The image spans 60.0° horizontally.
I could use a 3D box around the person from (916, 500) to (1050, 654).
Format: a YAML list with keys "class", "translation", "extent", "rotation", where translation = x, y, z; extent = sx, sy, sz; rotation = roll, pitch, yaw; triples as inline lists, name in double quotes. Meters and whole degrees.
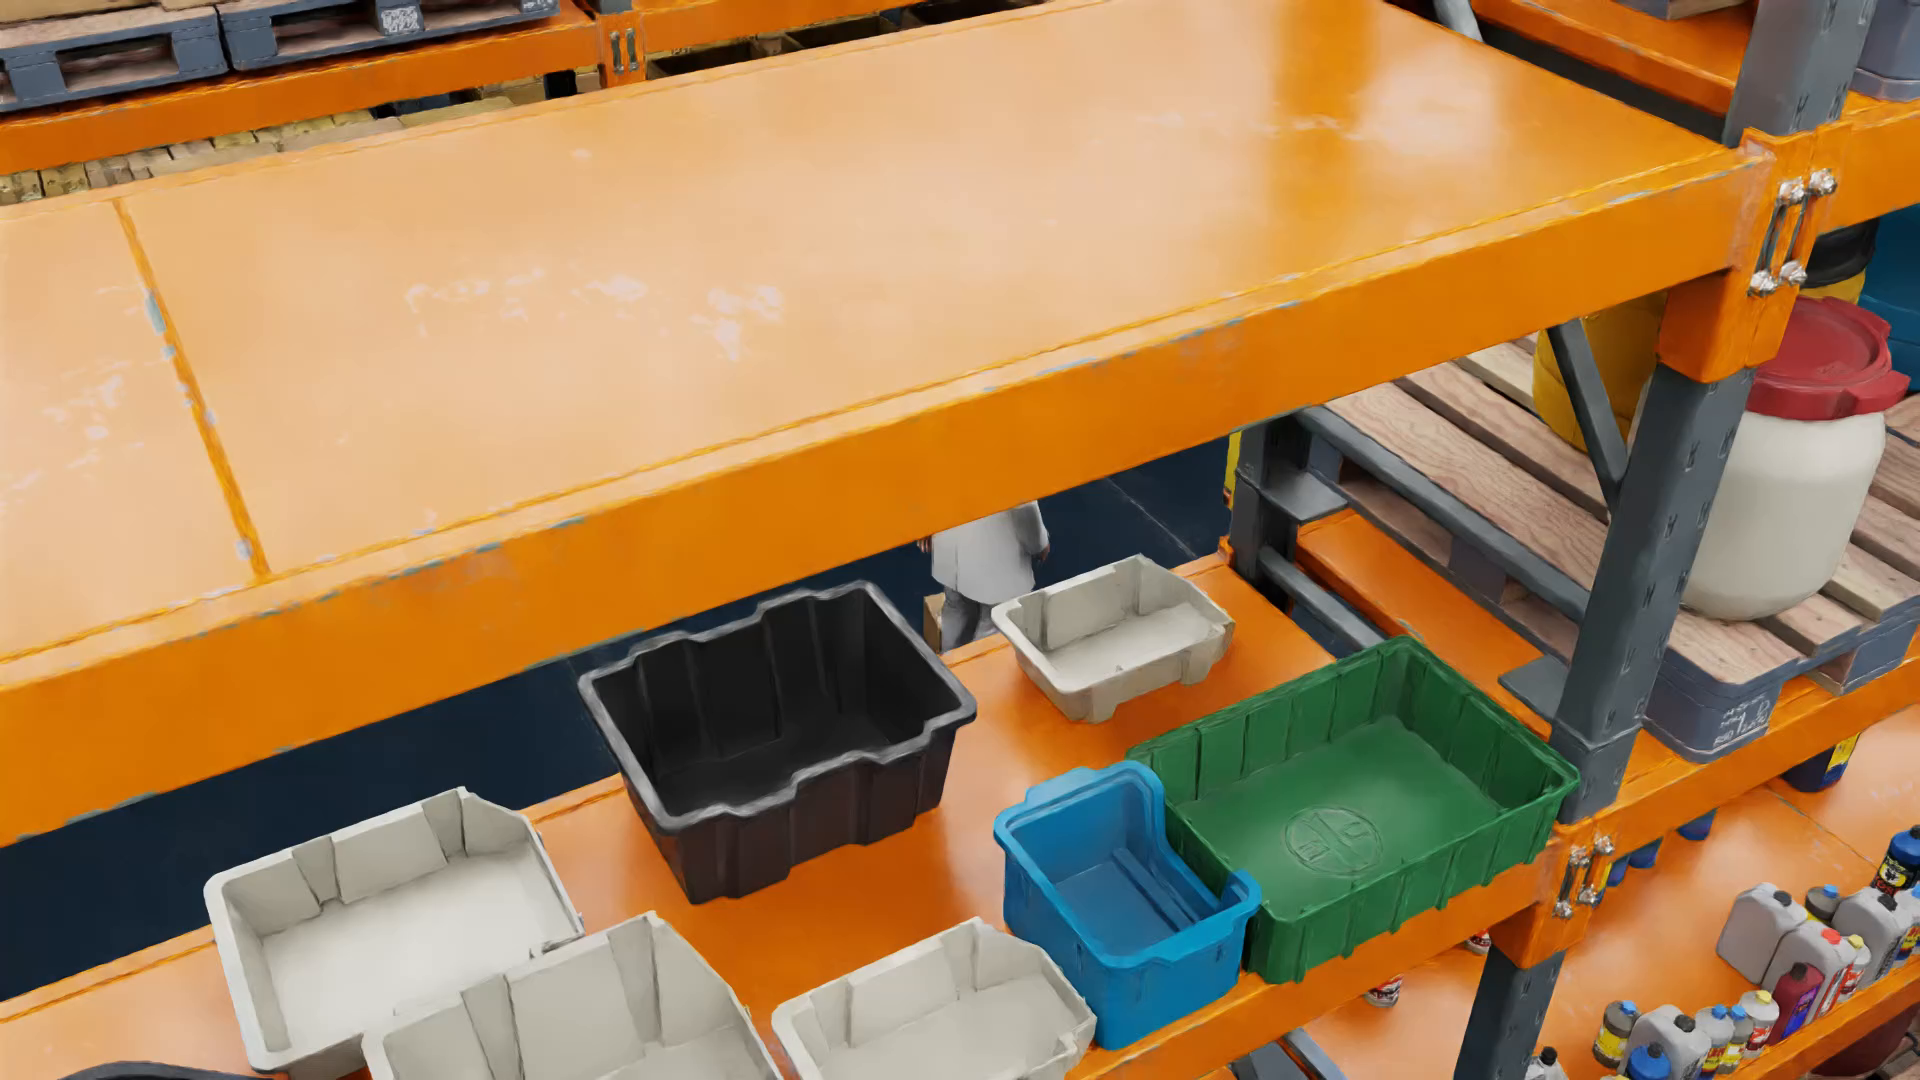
- class: "person"
  translation: [0.075, -0.019, 6.931]
  extent: [0.633, 1.795, 0.510]
  rotation: [25, 43, 29]
